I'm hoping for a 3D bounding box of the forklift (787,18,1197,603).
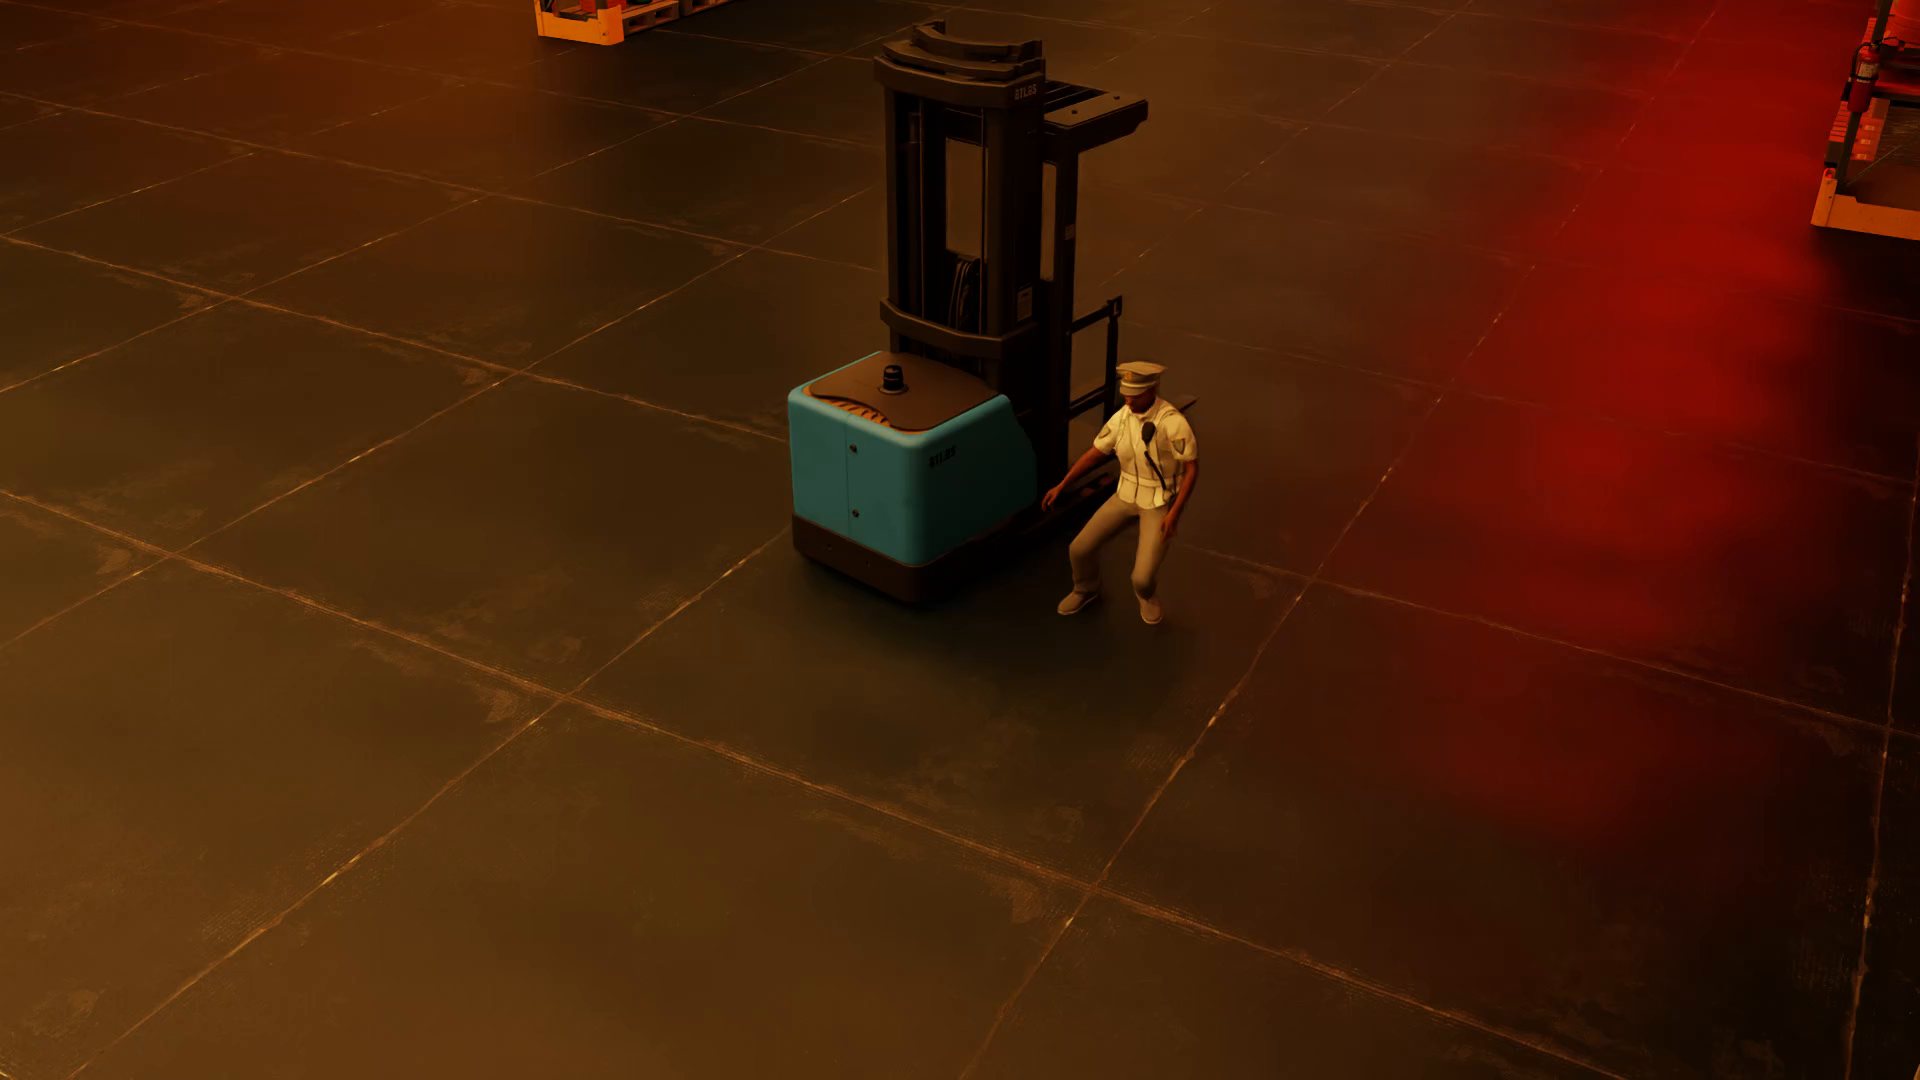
[{"bbox_3d":[0.360,-1.575,9.799,1.130,2.935,3.031,23,37,35],"label":"forklift"}]

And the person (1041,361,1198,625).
[{"bbox_3d":[0.877,-0.190,8.822,0.727,1.536,0.612,26,39,38],"label":"person"}]
